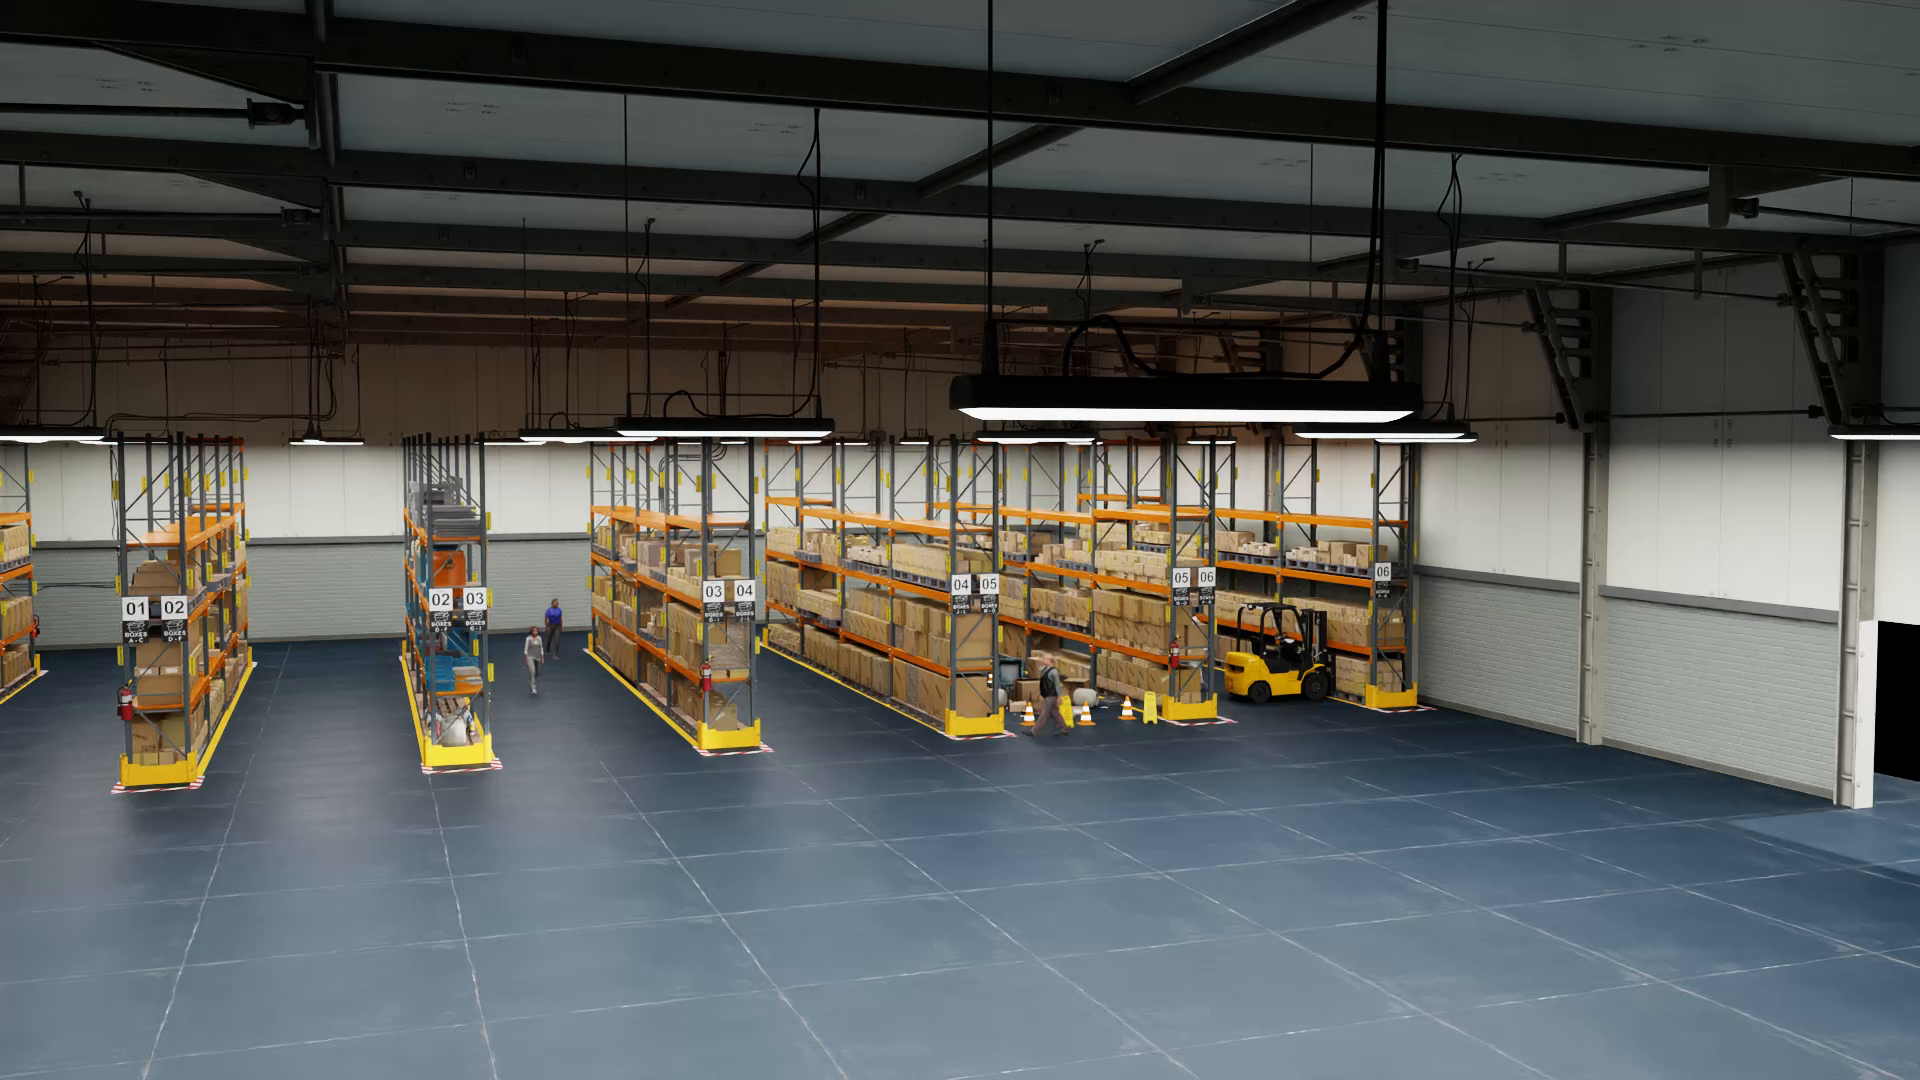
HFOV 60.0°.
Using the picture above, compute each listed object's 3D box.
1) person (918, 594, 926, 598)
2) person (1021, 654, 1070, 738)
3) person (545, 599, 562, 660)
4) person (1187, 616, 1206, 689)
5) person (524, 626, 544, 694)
[{"bbox_3d":[-1.043,1.985,51.702,1.046,1.749,0.531,-2,4,-29],"label":"person"},{"bbox_3d":[1.669,3.060,32.671,1.057,1.654,0.558,-1,3,-12],"label":"person"},{"bbox_3d":[-11.034,2.469,45.222,0.542,1.531,0.787,-2,4,-35],"label":"person"},{"bbox_3d":[5.679,2.687,39.591,0.631,1.696,0.825,-1,3,-25],"label":"person"},{"bbox_3d":[-10.013,2.780,39.039,0.430,1.546,0.912,-2,4,-38],"label":"person"}]
